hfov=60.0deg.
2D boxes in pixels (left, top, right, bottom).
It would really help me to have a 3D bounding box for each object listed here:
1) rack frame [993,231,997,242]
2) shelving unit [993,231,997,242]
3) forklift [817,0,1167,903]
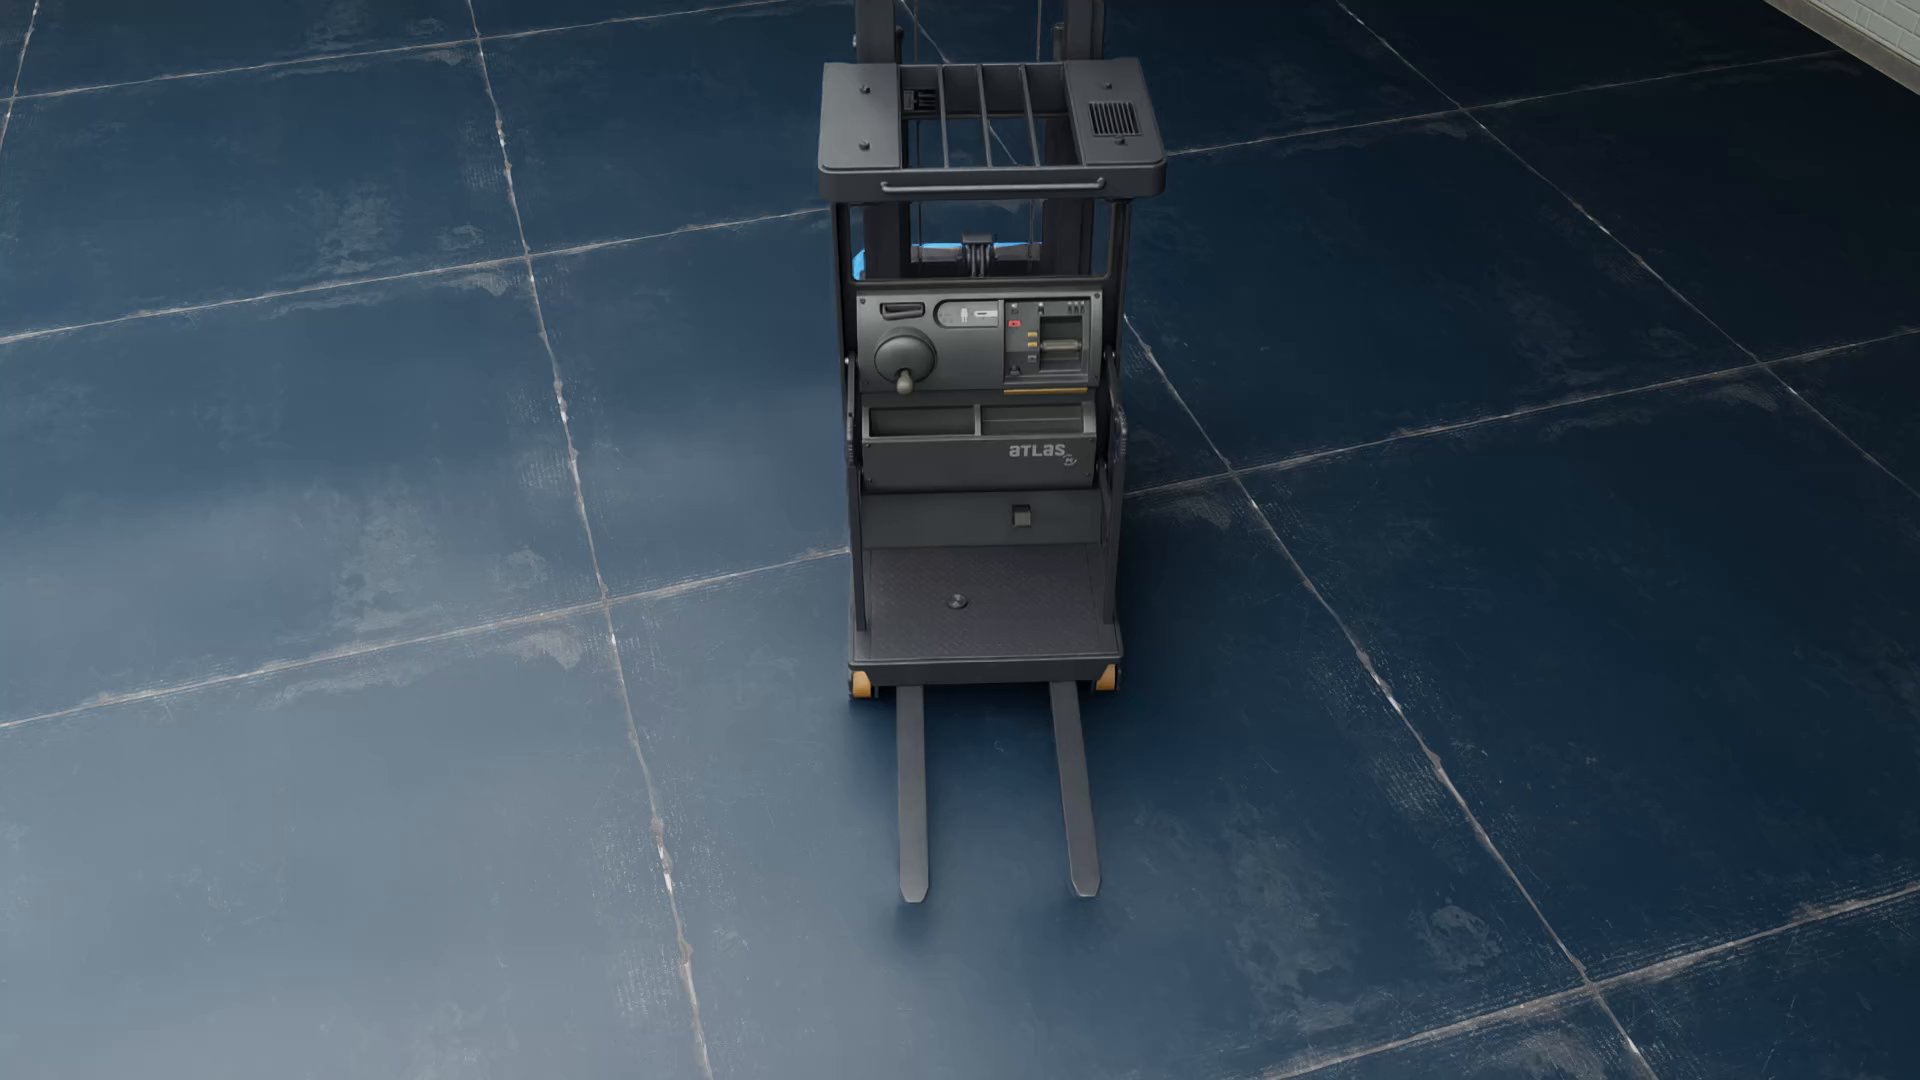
[{"bbox_3d":[0.112,-1.061,8.129,0.006,0.900,0.240,21,45,22],"label":"rack frame"},{"bbox_3d":[0.200,-1.027,8.091,0.210,0.900,0.258,21,45,22],"label":"shelving unit"},{"bbox_3d":[0.086,-0.673,6.142,1.130,2.935,3.031,-1,41,-2],"label":"forklift"}]
